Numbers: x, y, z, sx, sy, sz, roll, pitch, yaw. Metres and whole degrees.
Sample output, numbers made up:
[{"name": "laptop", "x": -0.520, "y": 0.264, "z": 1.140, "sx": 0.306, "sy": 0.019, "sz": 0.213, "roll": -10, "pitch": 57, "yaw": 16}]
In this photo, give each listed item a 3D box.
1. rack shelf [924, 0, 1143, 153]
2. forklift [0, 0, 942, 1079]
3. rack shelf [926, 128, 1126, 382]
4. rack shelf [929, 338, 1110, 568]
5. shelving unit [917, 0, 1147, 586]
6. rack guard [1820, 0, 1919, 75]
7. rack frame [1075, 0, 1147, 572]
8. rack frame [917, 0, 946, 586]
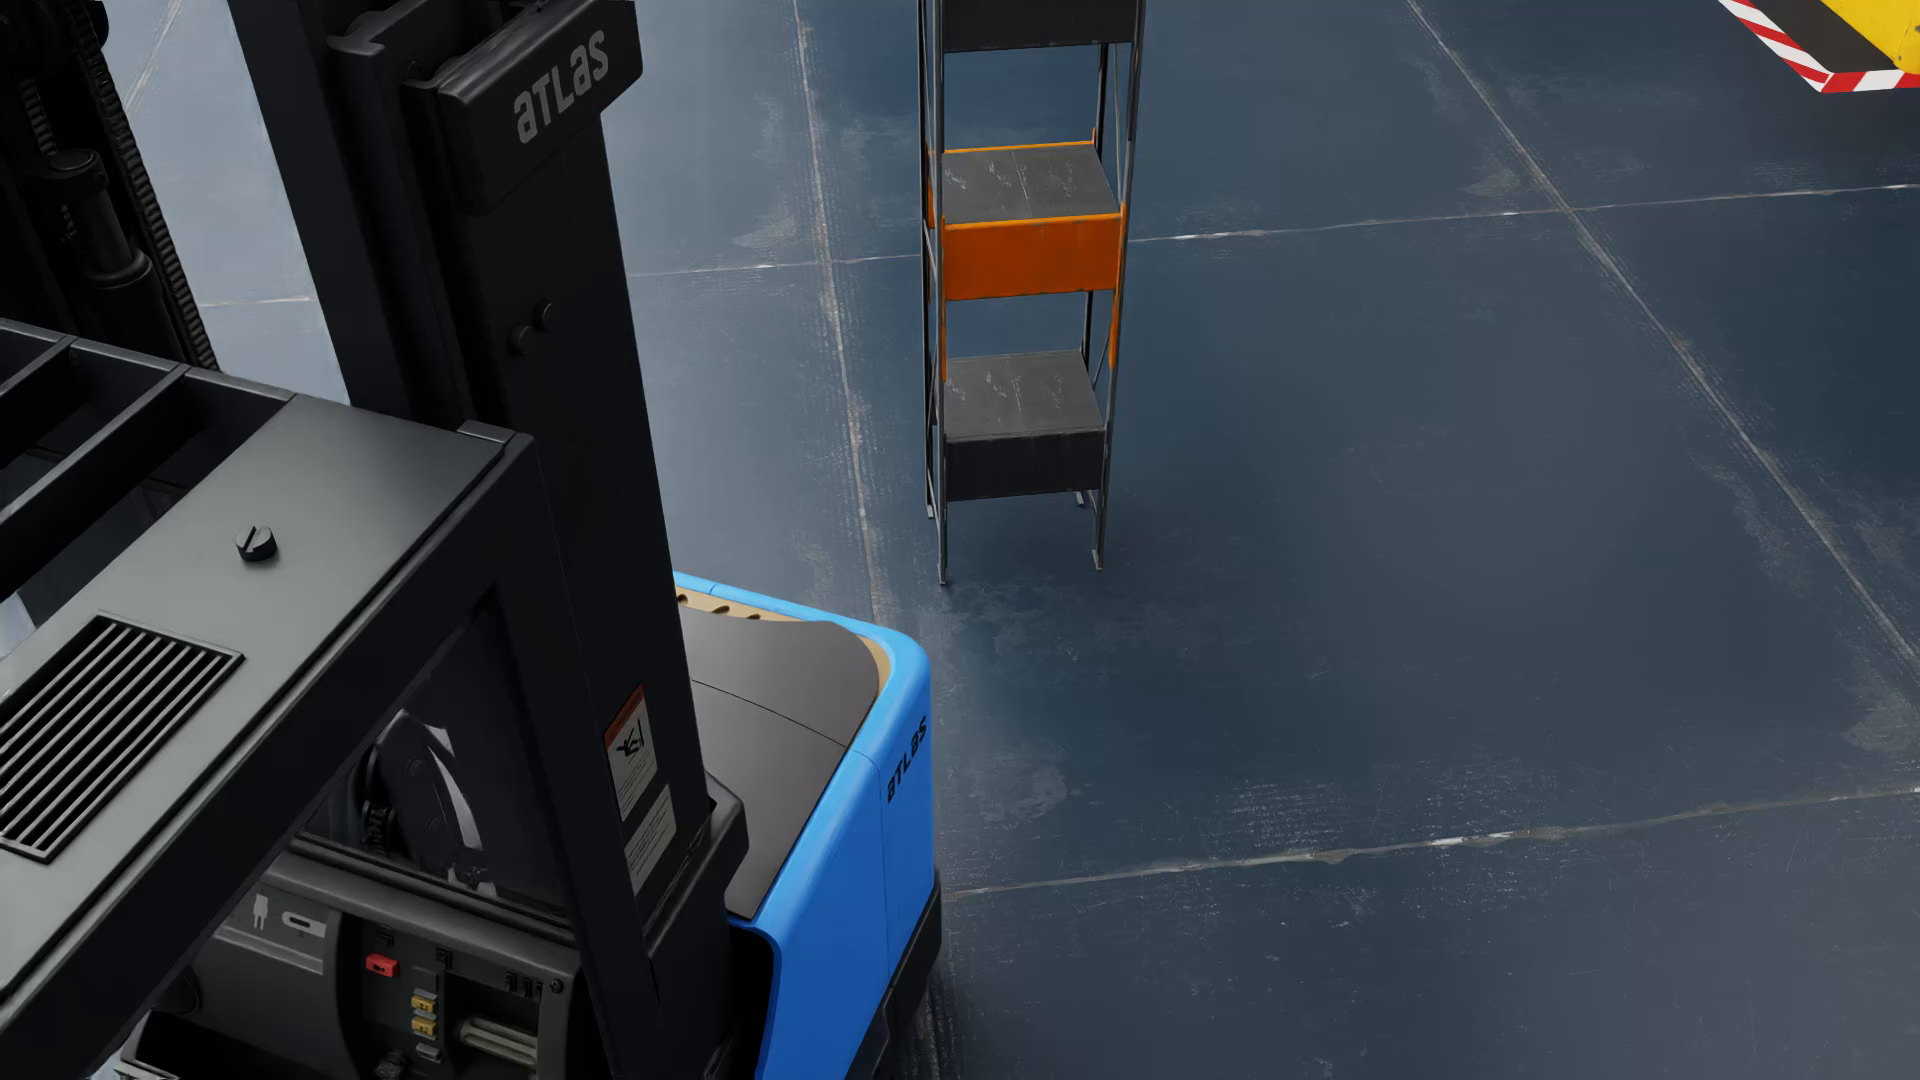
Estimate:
[{"name": "rack shelf", "x": 0.164, "y": -1.304, "z": 4.103, "sx": 0.480, "sy": 0.518, "sz": 0.431, "roll": -5, "pitch": 42, "yaw": -6}, {"name": "forklift", "x": -1.036, "y": 0.724, "z": 2.259, "sx": 1.130, "sy": 2.935, "sz": 3.031, "roll": 14, "pitch": 44, "yaw": 15}, {"name": "rack shelf", "x": 0.164, "y": -0.784, "z": 4.572, "sx": 0.480, "sy": 0.518, "sz": 0.431, "roll": -5, "pitch": 42, "yaw": -6}, {"name": "rack shelf", "x": 0.164, "y": -0.264, "z": 5.041, "sx": 0.480, "sy": 0.518, "sz": 0.431, "roll": -5, "pitch": 42, "yaw": -6}, {"name": "shelving unit", "x": 0.164, "y": -0.794, "z": 4.563, "sx": 0.503, "sy": 2.100, "sz": 0.431, "roll": -5, "pitch": 42, "yaw": -6}, {"name": "rack guard", "x": 4.430, "y": -2.710, "z": 7.881, "sx": 0.348, "sy": 0.500, "sz": 1.175, "roll": -5, "pitch": 42, "yaw": -6}, {"name": "rack frame", "x": 0.406, "y": -0.815, "z": 4.586, "sx": 0.015, "sy": 2.100, "sz": 0.400, "roll": -5, "pitch": 42, "yaw": -6}, {"name": "rack frame", "x": -0.078, "y": -0.773, "z": 4.539, "sx": 0.015, "sy": 2.100, "sz": 0.400, "roll": -5, "pitch": 42, "yaw": -6}]
